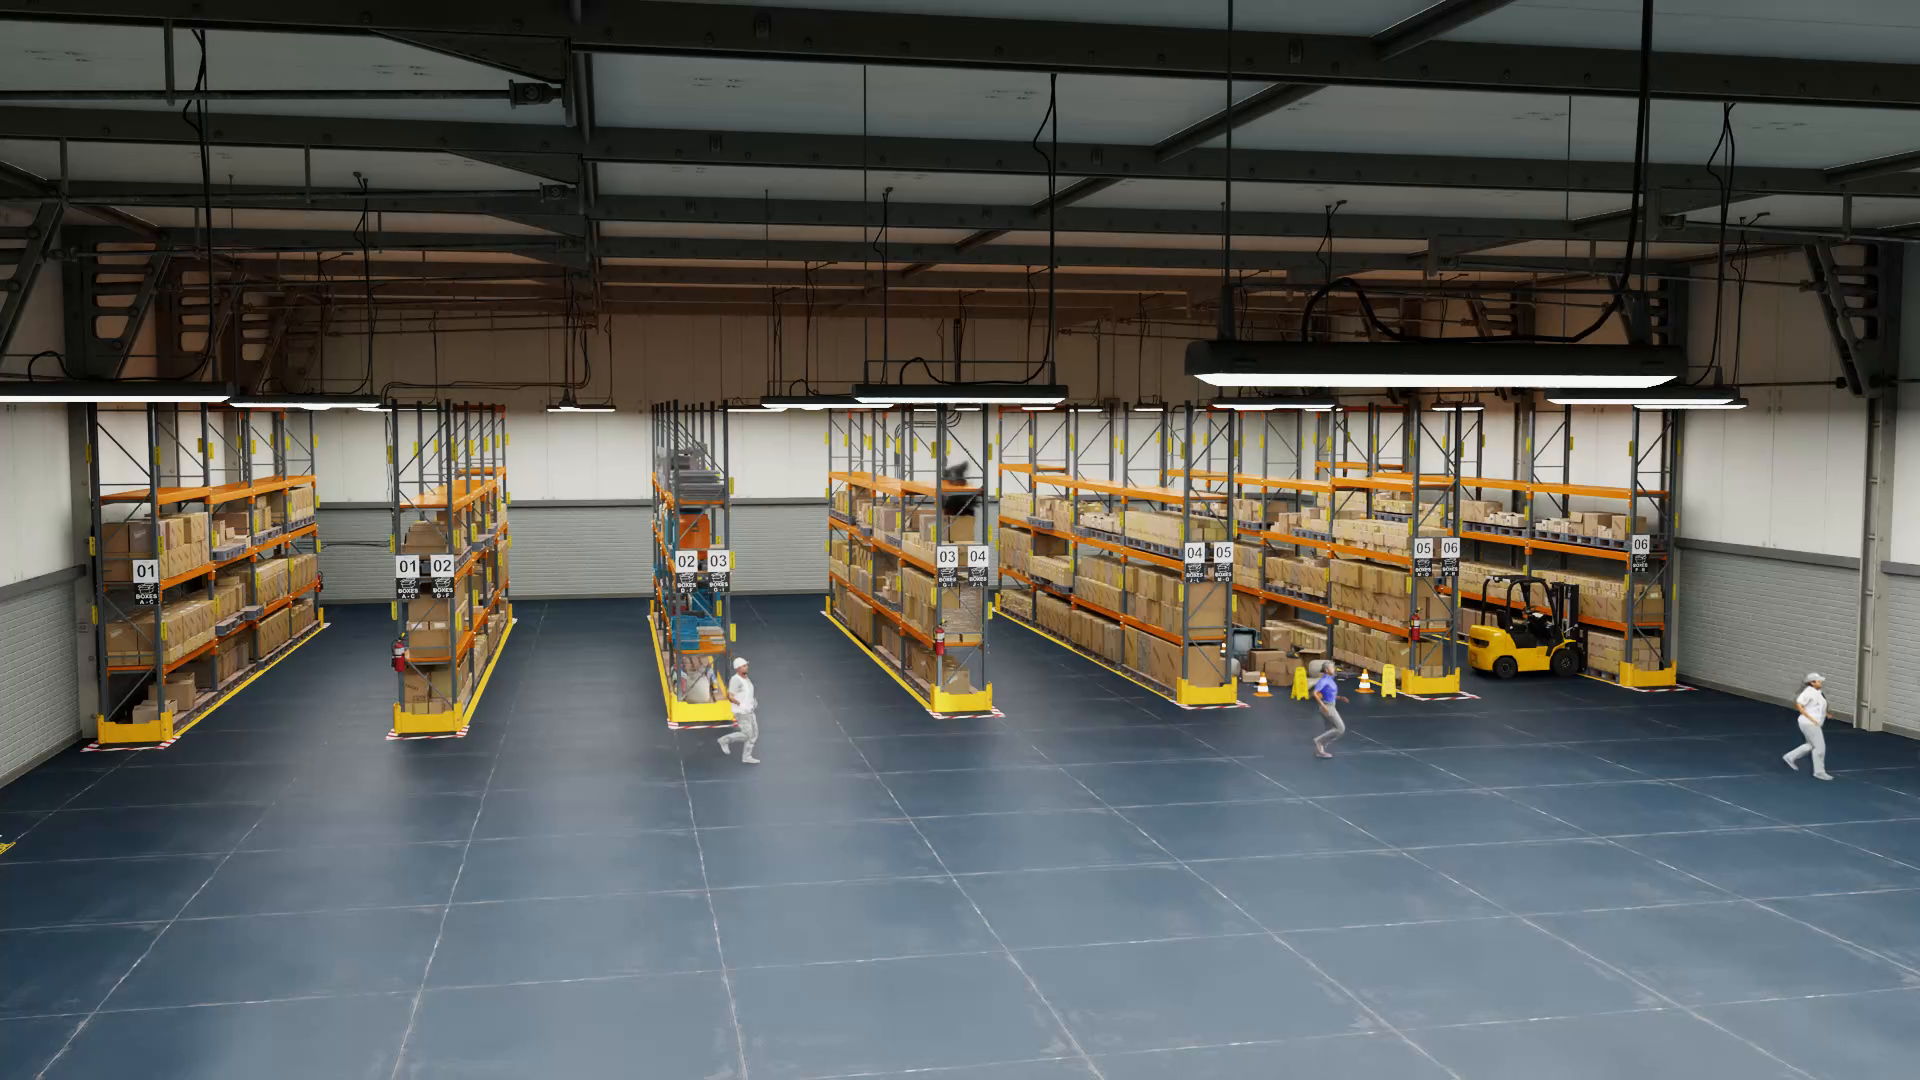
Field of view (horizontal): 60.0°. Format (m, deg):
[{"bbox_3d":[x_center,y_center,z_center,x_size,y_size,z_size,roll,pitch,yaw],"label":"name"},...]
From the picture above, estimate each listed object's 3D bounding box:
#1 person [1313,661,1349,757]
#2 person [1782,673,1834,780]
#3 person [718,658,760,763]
[{"bbox_3d":[6.182,2.824,27.668,0.557,1.608,0.560,2,5,20],"label":"person"},{"bbox_3d":[13.414,2.930,26.266,0.774,1.661,0.611,3,5,37],"label":"person"},{"bbox_3d":[-3.618,2.799,27.313,0.688,1.743,0.683,1,4,10],"label":"person"}]
